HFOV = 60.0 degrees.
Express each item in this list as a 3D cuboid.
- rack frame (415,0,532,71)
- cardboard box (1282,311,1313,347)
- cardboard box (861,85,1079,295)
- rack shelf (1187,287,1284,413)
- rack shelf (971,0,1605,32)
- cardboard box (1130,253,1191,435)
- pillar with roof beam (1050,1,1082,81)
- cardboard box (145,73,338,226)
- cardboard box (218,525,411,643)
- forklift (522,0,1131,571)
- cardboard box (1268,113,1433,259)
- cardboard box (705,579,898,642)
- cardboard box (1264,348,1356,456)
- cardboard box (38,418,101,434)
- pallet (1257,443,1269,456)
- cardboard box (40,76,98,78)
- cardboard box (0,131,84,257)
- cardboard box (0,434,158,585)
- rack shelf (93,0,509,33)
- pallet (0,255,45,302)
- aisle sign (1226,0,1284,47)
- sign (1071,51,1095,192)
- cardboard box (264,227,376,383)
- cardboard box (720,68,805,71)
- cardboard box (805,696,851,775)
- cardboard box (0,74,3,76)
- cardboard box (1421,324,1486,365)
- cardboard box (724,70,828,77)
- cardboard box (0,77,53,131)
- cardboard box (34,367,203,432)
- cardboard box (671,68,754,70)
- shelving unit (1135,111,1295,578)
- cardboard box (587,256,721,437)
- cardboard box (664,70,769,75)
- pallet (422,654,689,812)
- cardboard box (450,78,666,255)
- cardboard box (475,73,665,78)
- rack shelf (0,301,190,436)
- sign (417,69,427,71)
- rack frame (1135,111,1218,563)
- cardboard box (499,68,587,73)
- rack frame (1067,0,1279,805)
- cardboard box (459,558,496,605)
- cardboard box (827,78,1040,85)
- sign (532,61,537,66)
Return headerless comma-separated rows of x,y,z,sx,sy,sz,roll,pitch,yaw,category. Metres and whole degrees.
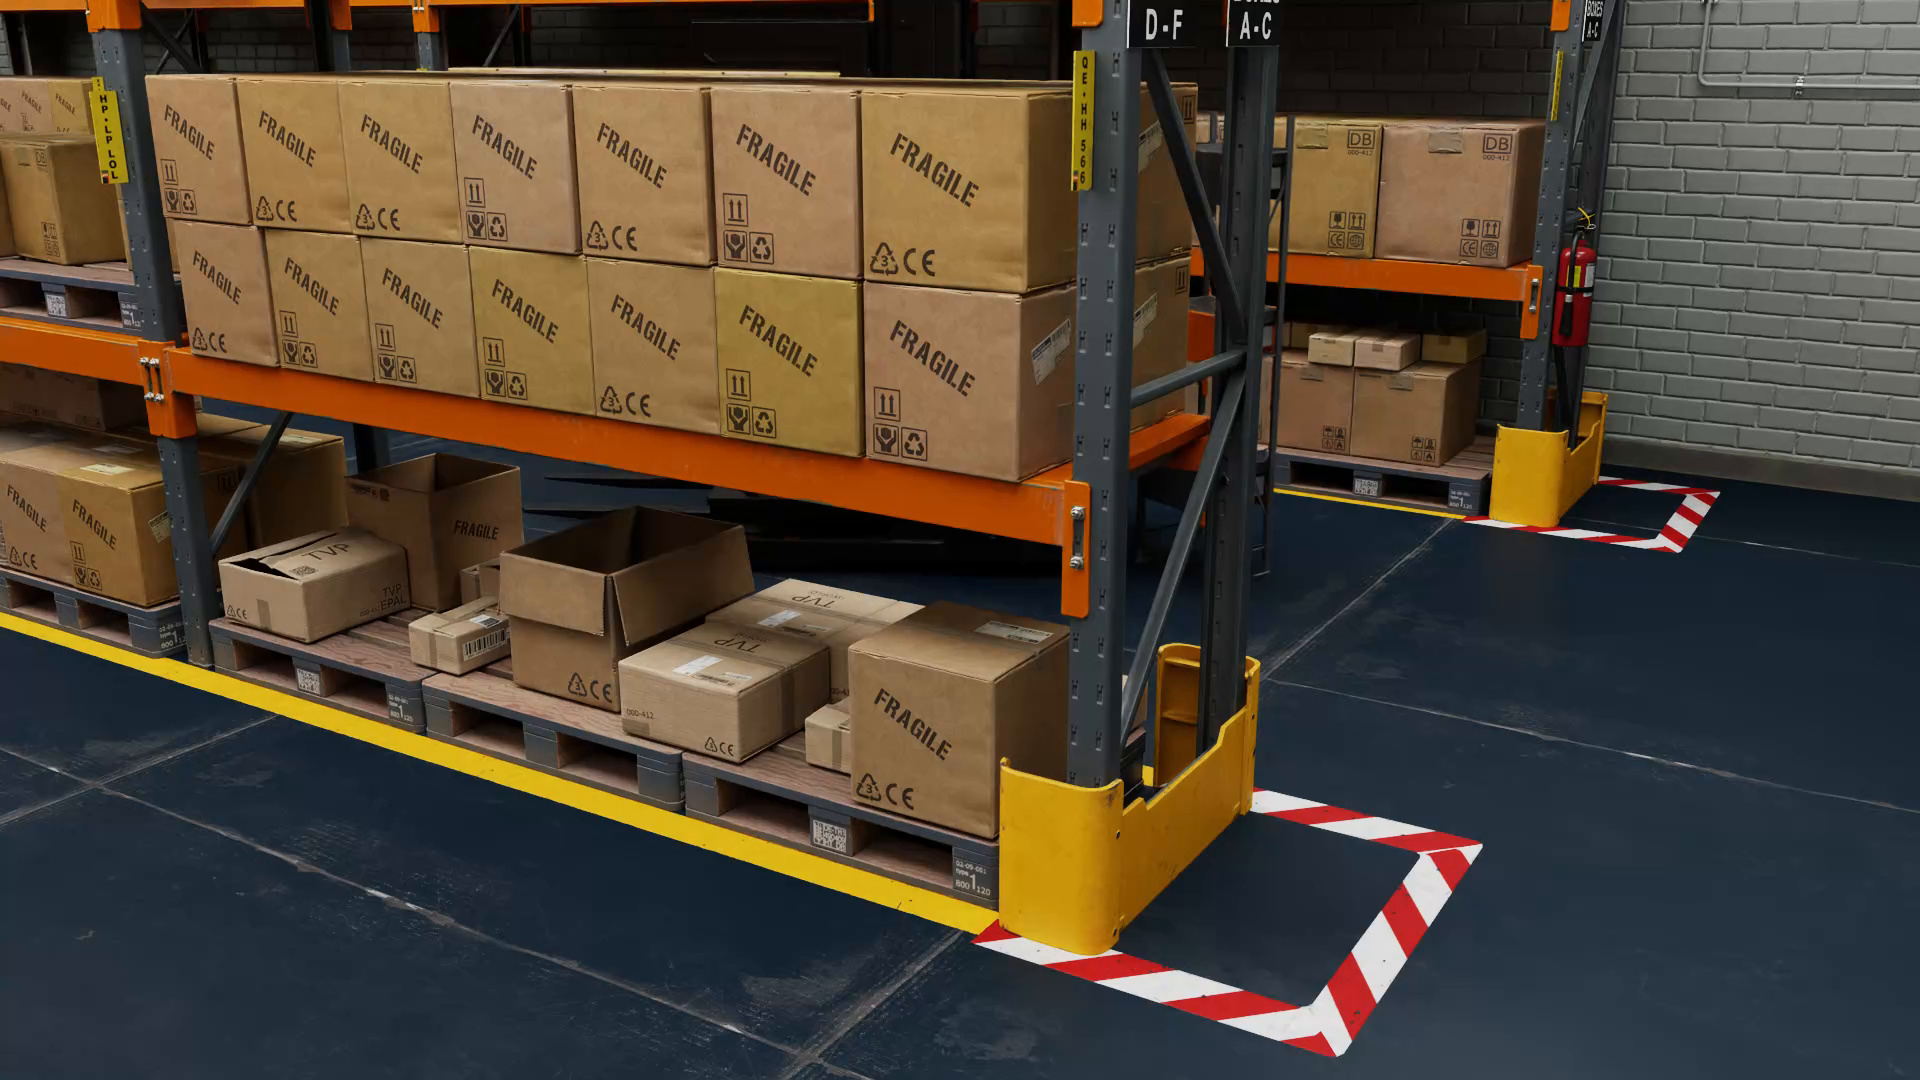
-3.624,-2.882,12.708,0.127,3.000,1.000,10,20,30,rack frame
1.893,-1.246,9.785,0.250,0.149,0.380,10,20,31,cardboard box
0.081,-0.964,4.500,0.500,0.500,0.500,10,20,30,cardboard box
1.152,-0.856,7.635,0.431,0.518,0.480,-11,20,-33,rack shelf
1.489,-3.060,9.372,4.000,0.370,1.077,10,20,30,rack shelf
0.364,-0.618,5.084,0.500,0.500,0.500,11,20,31,cardboard box
-1.419,-4.186,6.678,0.400,9.000,9.100,10,20,30,pillar with roof beam
-2.550,-1.431,6.039,0.500,0.500,0.500,11,20,31,cardboard box
-2.560,0.147,6.605,0.500,0.311,0.500,10,20,30,cardboard box
-0.681,-1.406,7.968,3.031,2.935,1.130,1,17,4,forklift
2.128,-1.992,9.261,0.700,0.700,0.980,10,20,30,cardboard box
-0.563,0.362,6.001,0.500,0.250,0.500,10,20,30,cardboard box
2.118,-0.828,9.524,0.500,0.500,0.700,10,20,30,cardboard box
-3.972,-0.351,7.919,0.500,0.500,0.500,10,20,31,cardboard box
1.435,-0.619,10.056,1.213,0.211,1.003,10,20,30,pallet
-8.184,-4.067,15.543,0.500,0.500,0.500,11,20,32,cardboard box
-4.342,-1.548,7.423,0.500,0.500,0.700,5,18,16,cardboard box
-3.792,-0.142,7.232,0.500,0.500,0.500,10,20,30,cardboard box
-5.328,-4.277,13.378,4.000,0.370,1.077,10,20,30,rack shelf
-4.554,-1.268,7.725,1.213,0.211,1.003,10,20,30,pallet
0.816,-1.744,4.489,0.004,0.787,0.394,10,20,30,aisle sign
0.296,-1.009,4.005,0.005,0.325,0.100,10,20,30,sign
-2.075,-0.872,5.919,0.500,0.500,0.500,11,20,31,cardboard box
-1.350,-3.120,11.482,0.500,0.250,0.500,9,19,28,cardboard box
-0.286,0.602,5.357,0.250,0.166,0.380,10,20,30,cardboard box
-9.504,-4.297,16.301,0.500,0.500,0.500,10,20,31,cardboard box
2.756,-1.093,9.280,0.250,0.149,0.380,10,20,30,cardboard box
-1.178,-2.920,10.825,0.500,0.250,0.500,11,20,31,cardboard box
-8.449,-3.936,15.112,0.500,0.500,0.500,9,19,28,cardboard box
-3.941,-0.706,7.796,0.500,0.250,0.500,10,20,30,cardboard box
-1.793,-3.200,11.747,0.500,0.250,0.500,10,19,29,cardboard box
1.152,-0.869,7.631,0.431,2.100,0.503,-11,20,-33,shelving unit
-0.786,-0.642,5.160,0.500,0.500,0.500,10,20,30,cardboard box
-1.613,-2.998,11.080,0.500,0.250,0.500,11,20,31,cardboard box
-1.176,0.578,6.115,1.213,0.211,1.003,10,20,30,pallet
-1.232,-1.196,5.266,0.500,0.500,0.500,11,20,32,cardboard box
-1.371,-1.406,5.956,0.500,0.500,0.500,10,20,30,cardboard box
-4.509,-1.006,7.770,4.000,0.370,1.077,10,20,30,rack shelf
-3.900,-3.262,12.104,0.005,0.325,0.100,10,20,30,sign
1.014,-0.928,7.823,0.400,2.100,0.015,-11,20,-33,rack frame
-2.913,-3.226,11.833,0.500,0.250,0.500,10,19,29,cardboard box
0.604,-0.438,4.661,0.127,3.000,1.000,10,20,30,rack frame
-1.820,0.166,6.822,0.250,0.149,0.380,10,20,30,cardboard box
-0.086,-1.174,5.194,0.500,0.500,0.500,10,20,31,cardboard box
-3.336,-3.574,12.994,0.005,0.325,0.100,10,20,30,sign
